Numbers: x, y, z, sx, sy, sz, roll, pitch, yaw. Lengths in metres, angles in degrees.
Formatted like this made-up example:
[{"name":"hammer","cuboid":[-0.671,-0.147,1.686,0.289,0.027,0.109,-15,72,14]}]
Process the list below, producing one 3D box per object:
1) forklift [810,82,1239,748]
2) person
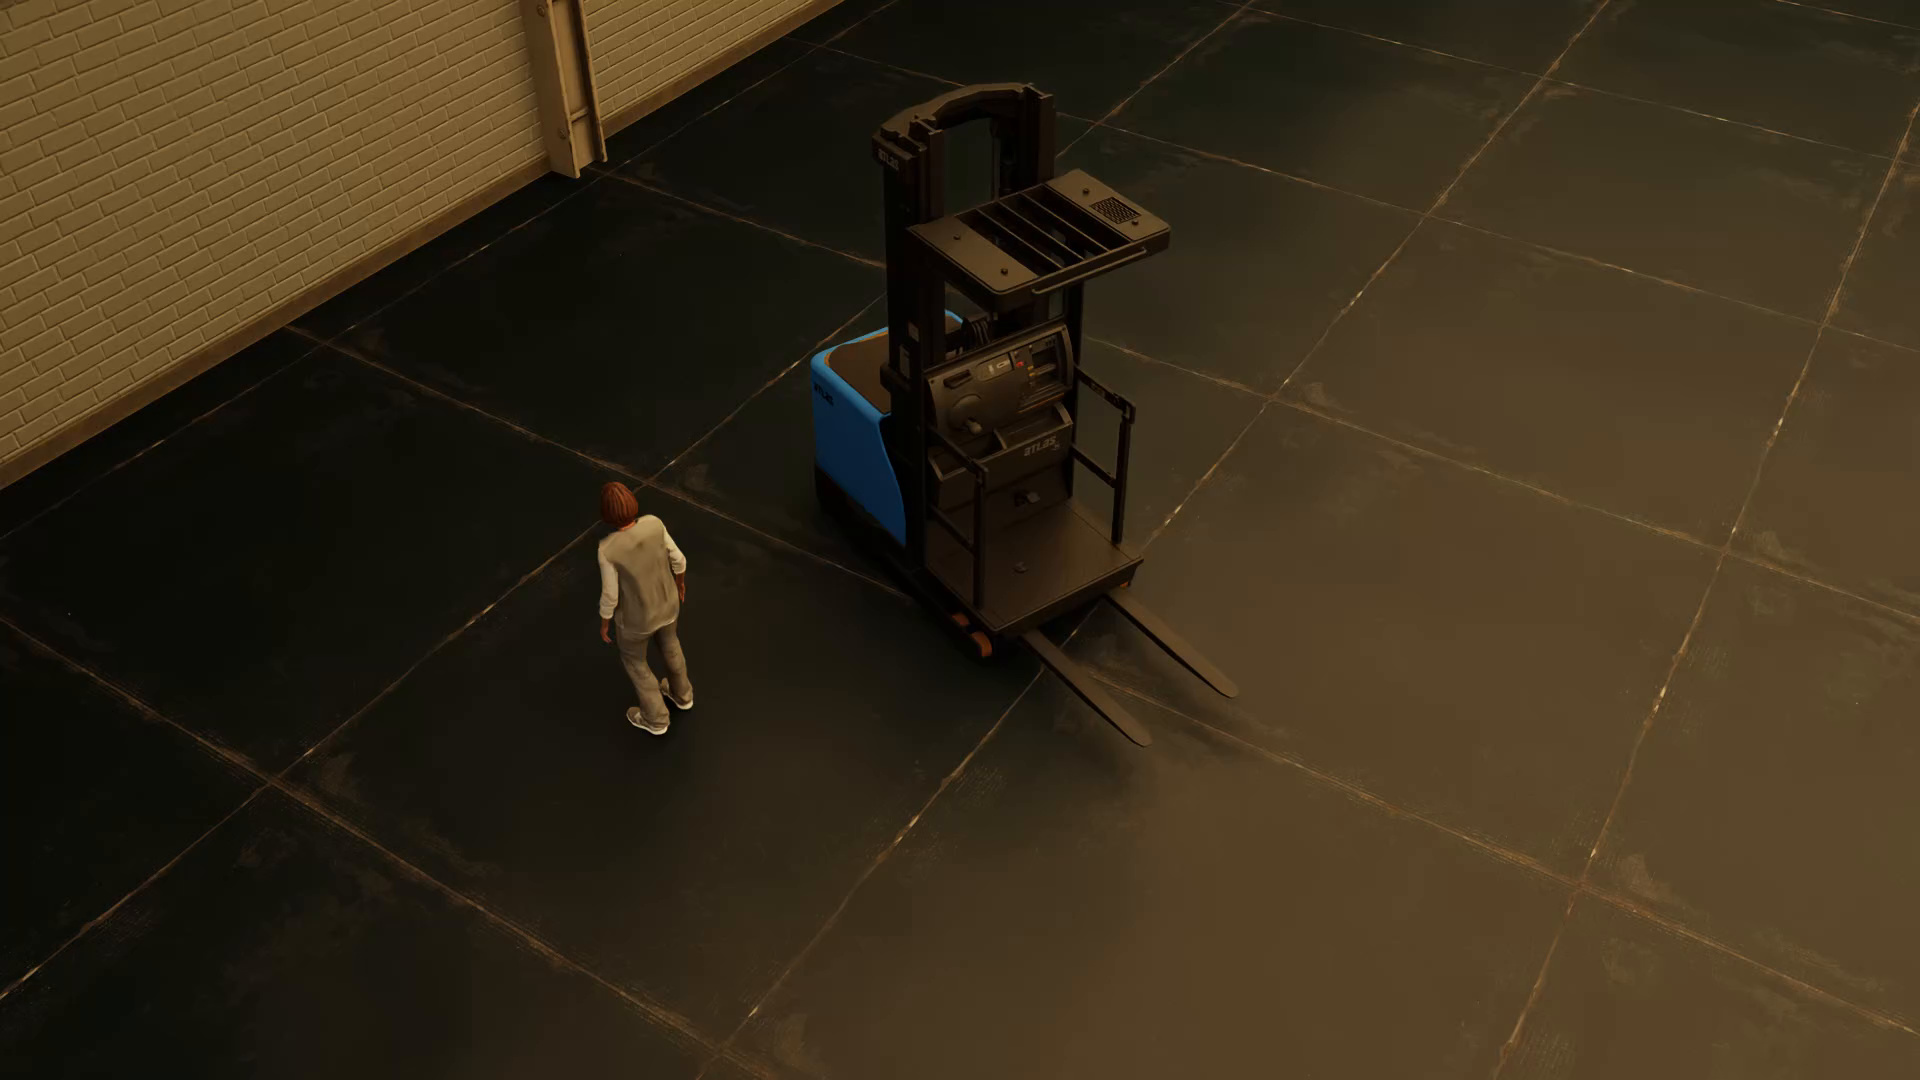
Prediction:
[{"name":"forklift","cuboid":[0.353,-0.796,8.907,1.130,2.935,3.031,-25,46,-26]},{"name":"person","cuboid":[-1.637,0.351,8.591,0.523,1.592,0.371,-32,50,-32]}]
